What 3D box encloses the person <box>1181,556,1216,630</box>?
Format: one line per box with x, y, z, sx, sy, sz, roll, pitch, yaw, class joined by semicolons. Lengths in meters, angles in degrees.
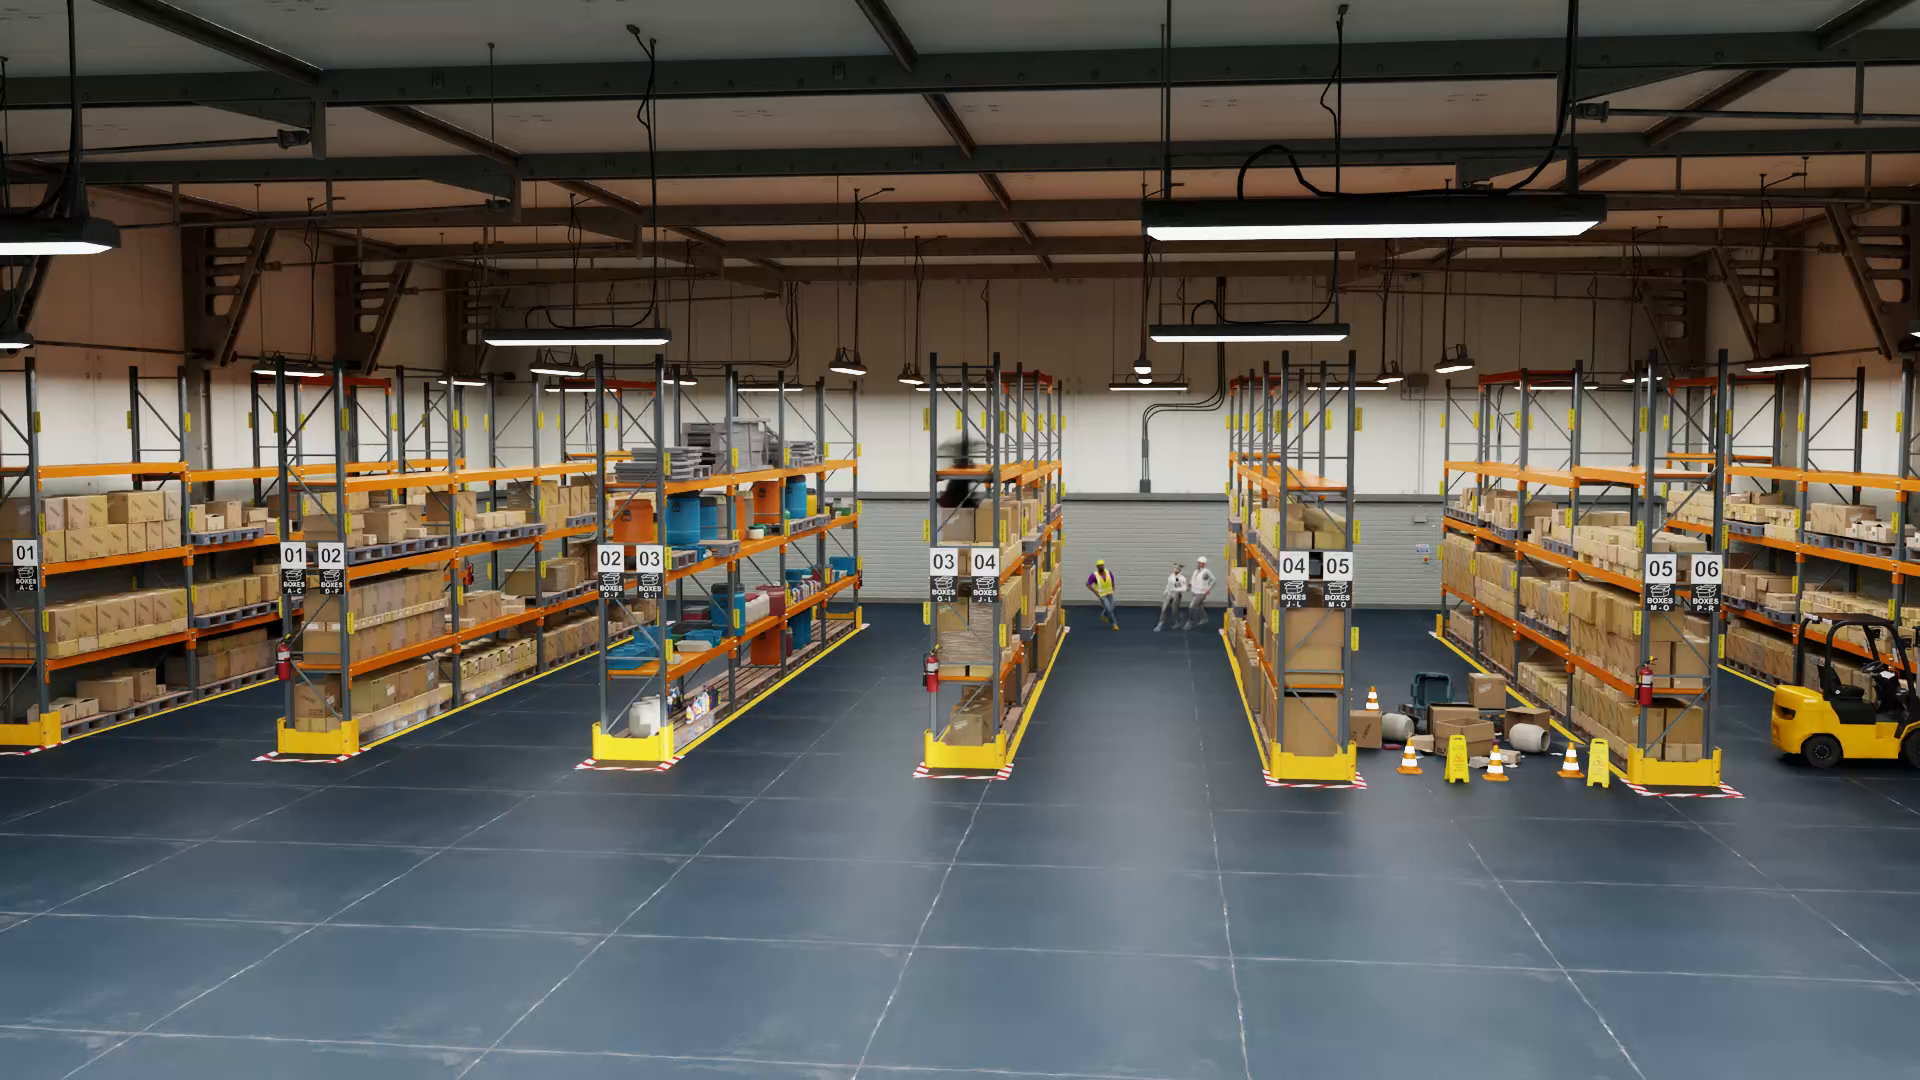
5.784;1.289;40.209;0.840;1.789;0.729;-2;4;-25;person

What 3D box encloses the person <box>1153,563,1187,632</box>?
5.127;1.359;39.724;0.697;1.653;0.860;4;5;41;person

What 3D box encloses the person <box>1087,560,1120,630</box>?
3.423;1.319;40.246;0.713;1.700;0.827;-2;4;-24;person
